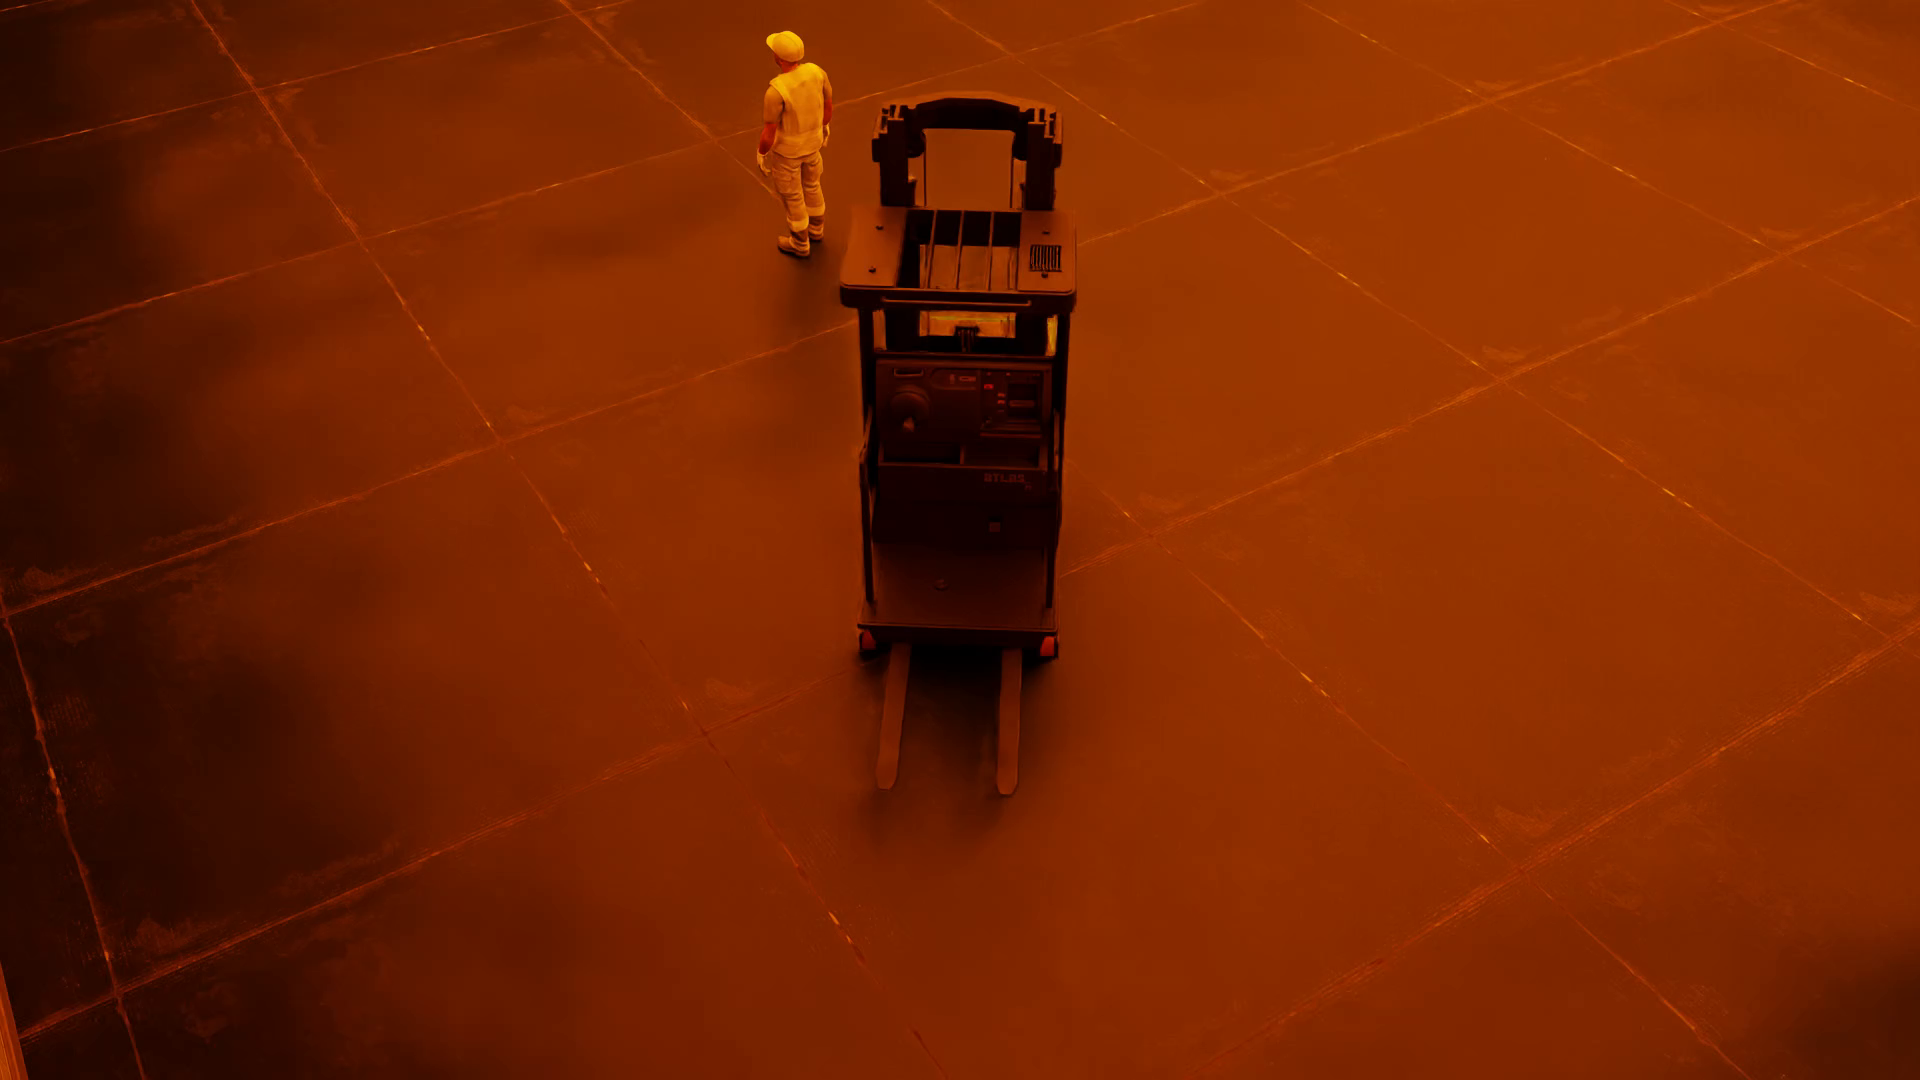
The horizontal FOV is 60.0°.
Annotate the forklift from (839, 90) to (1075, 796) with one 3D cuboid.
[{"bbox_3d":[0.008,-0.669,8.637,1.130,2.935,3.031,2,41,2],"label":"forklift"}]

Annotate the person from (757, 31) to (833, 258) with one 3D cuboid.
[{"bbox_3d":[-1.230,-2.878,12.020,0.637,1.789,0.563,-30,49,-30],"label":"person"}]
